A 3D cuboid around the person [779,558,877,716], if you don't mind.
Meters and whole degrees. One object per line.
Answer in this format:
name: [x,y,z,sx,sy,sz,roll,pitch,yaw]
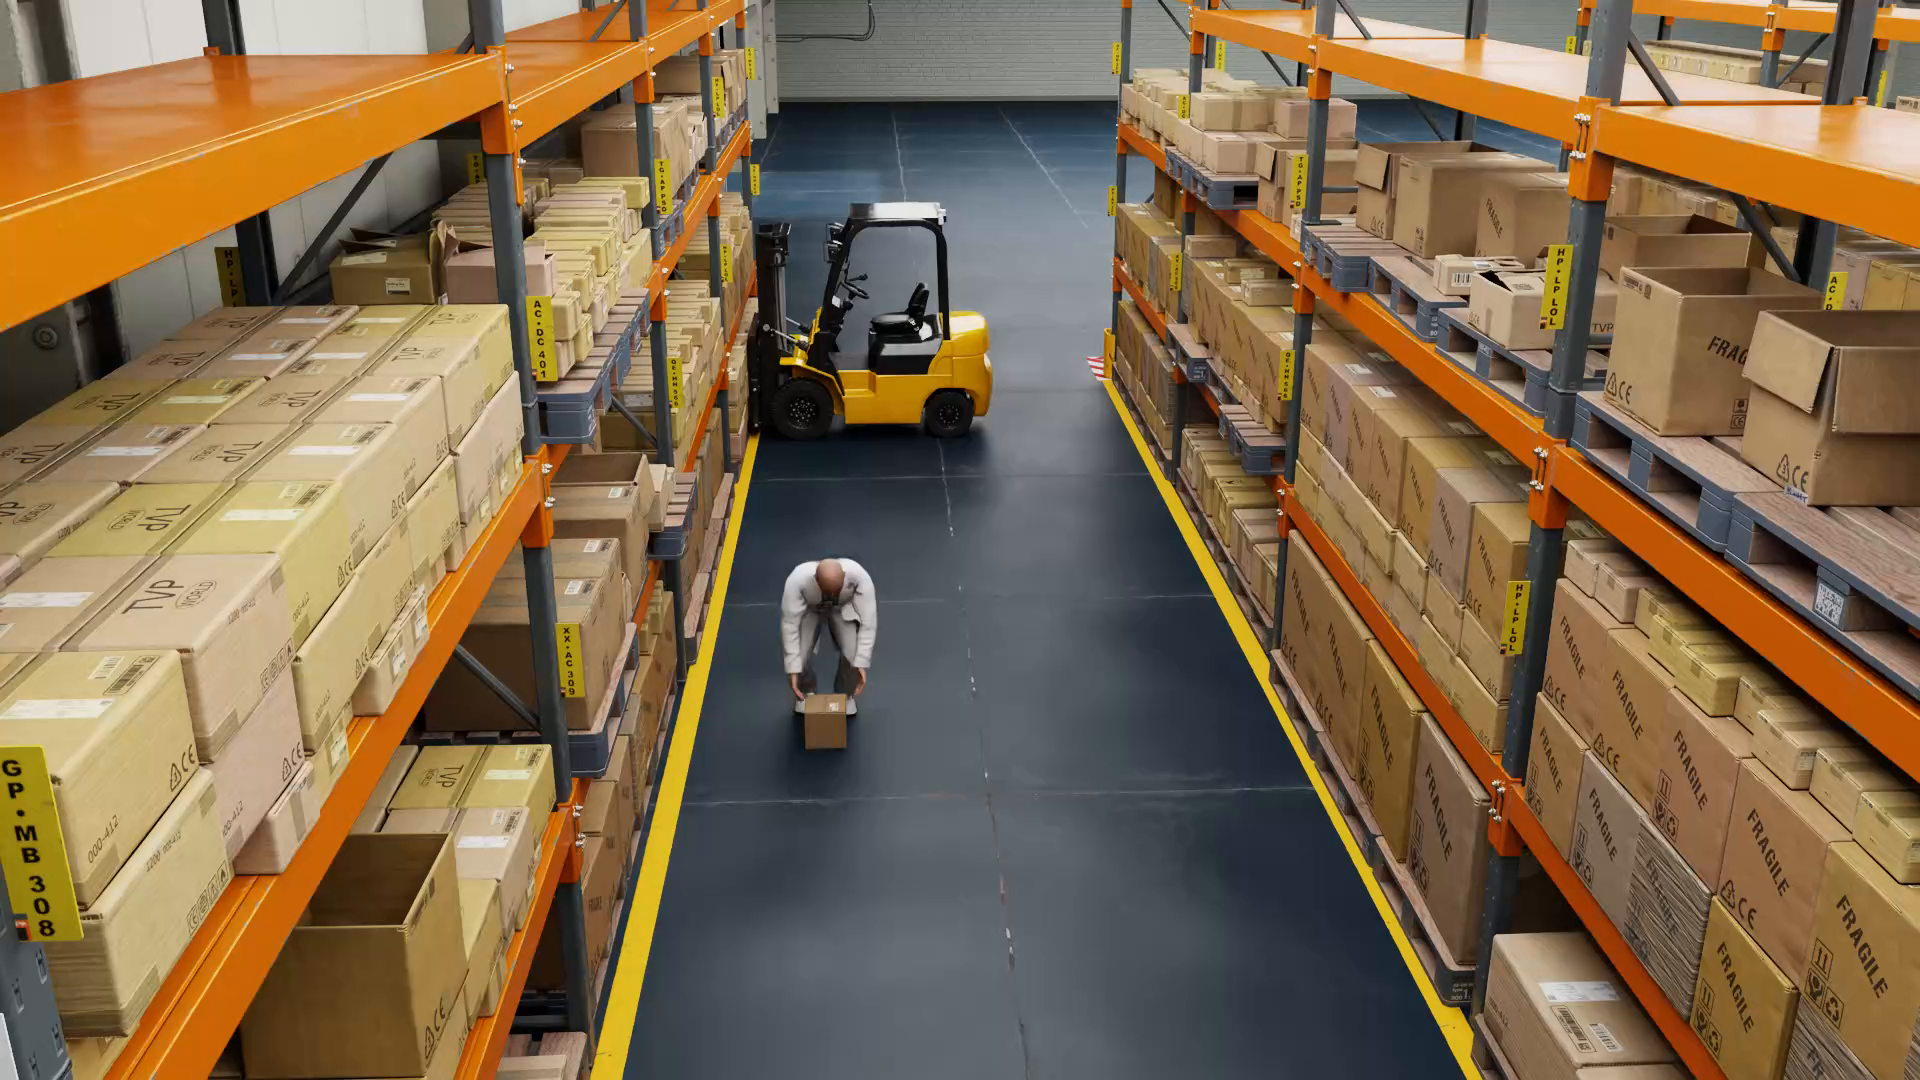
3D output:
person: [-0.837,0.552,10.501,0.613,1.153,0.842,-1,20,-2]
